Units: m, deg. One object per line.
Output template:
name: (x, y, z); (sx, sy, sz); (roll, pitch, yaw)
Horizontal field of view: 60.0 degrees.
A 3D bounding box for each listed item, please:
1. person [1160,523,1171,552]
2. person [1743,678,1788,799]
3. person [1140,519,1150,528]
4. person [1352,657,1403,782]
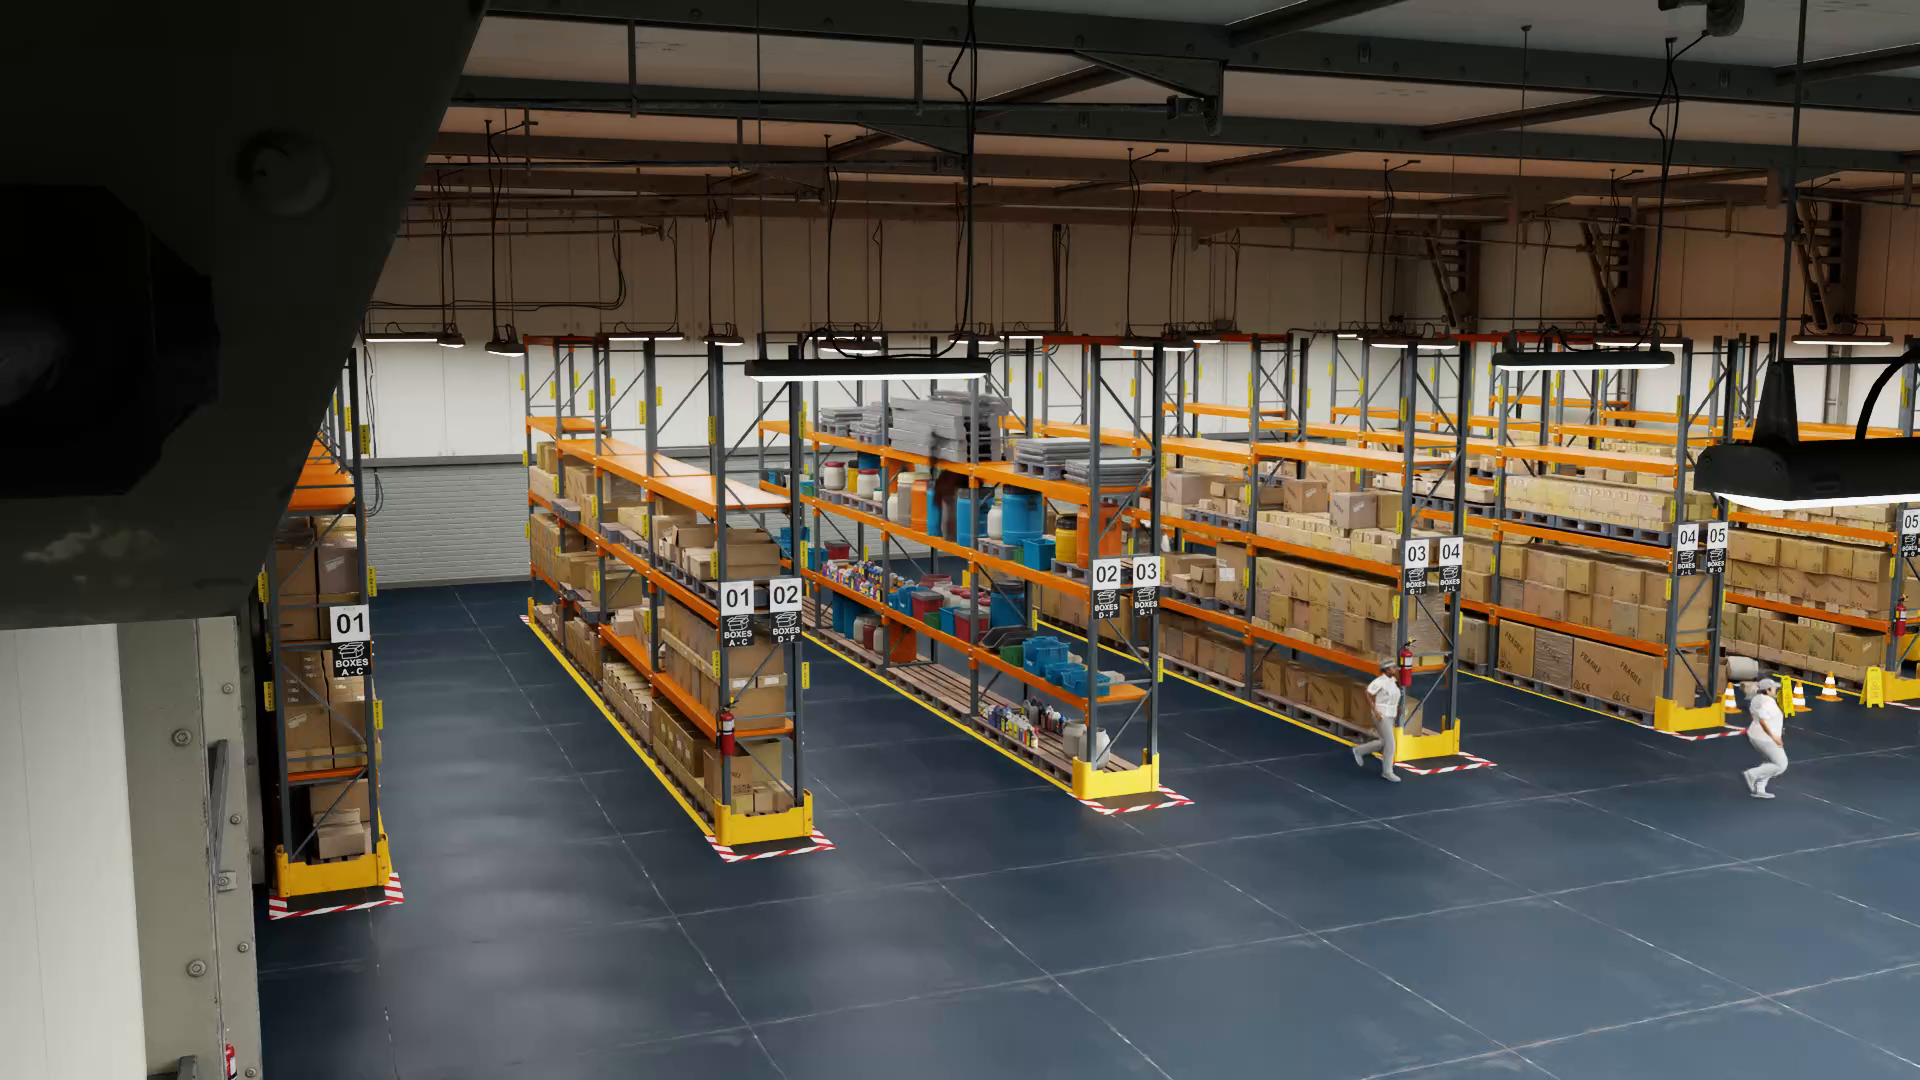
person: (4.515, 0.449, 37.781); (0.685, 1.770, 0.719); (-3, 8, -24)
person: (10.631, 2.622, 21.972); (0.554, 1.617, 0.621); (1, 8, 6)
person: (4.582, 0.034, 41.432); (0.549, 1.648, 0.657); (-4, 9, -30)
person: (5.879, 2.453, 23.146); (0.808, 1.668, 0.629); (7, 10, 41)
